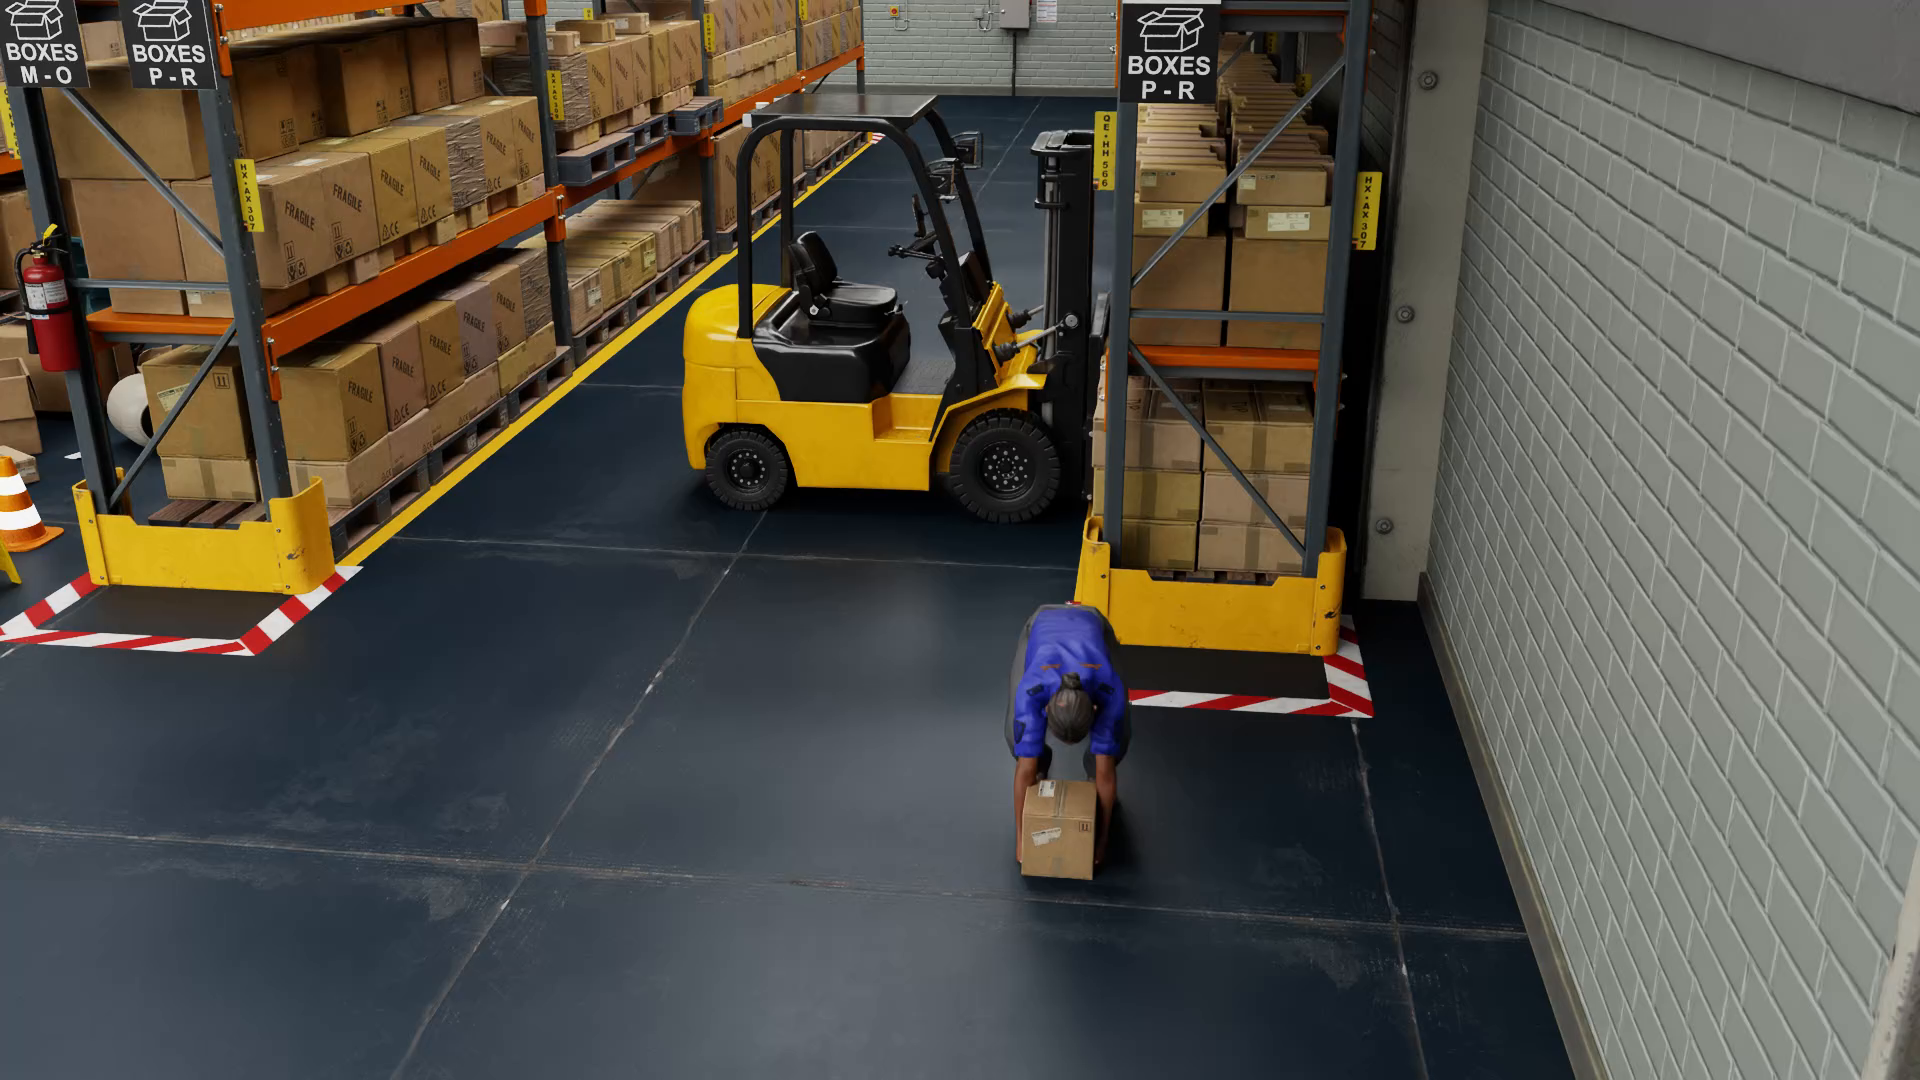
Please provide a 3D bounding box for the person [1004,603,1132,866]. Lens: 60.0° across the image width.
[{"bbox_3d":[0.396,0.685,6.113,0.468,0.775,0.873,2,21,5],"label":"person"}]
